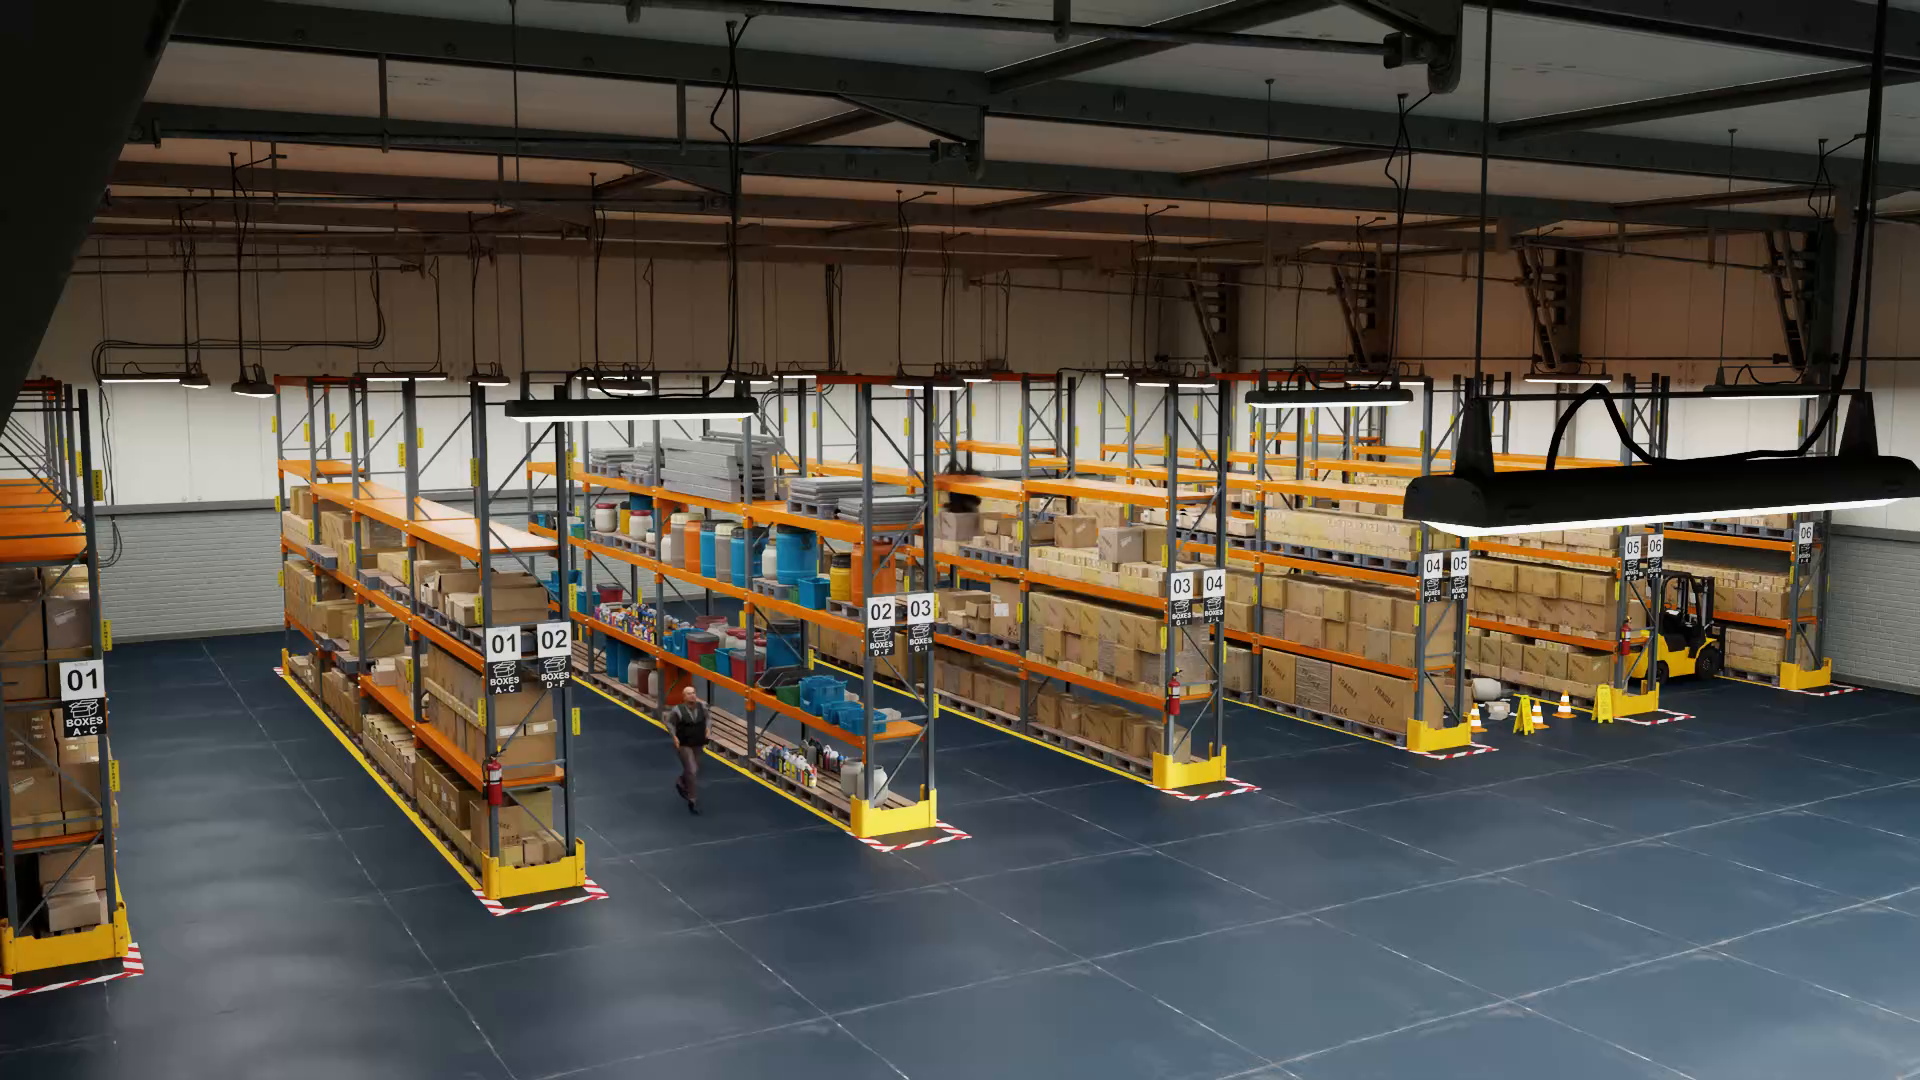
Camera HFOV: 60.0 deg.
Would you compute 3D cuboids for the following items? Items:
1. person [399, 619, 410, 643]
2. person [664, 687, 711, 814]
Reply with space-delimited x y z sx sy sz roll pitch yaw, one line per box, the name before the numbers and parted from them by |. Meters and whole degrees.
person | -11.402 1.709 34.149 0.738 1.826 0.939 -6 8 -42
person | -3.810 2.909 23.438 0.658 1.747 0.832 -5 8 -37
